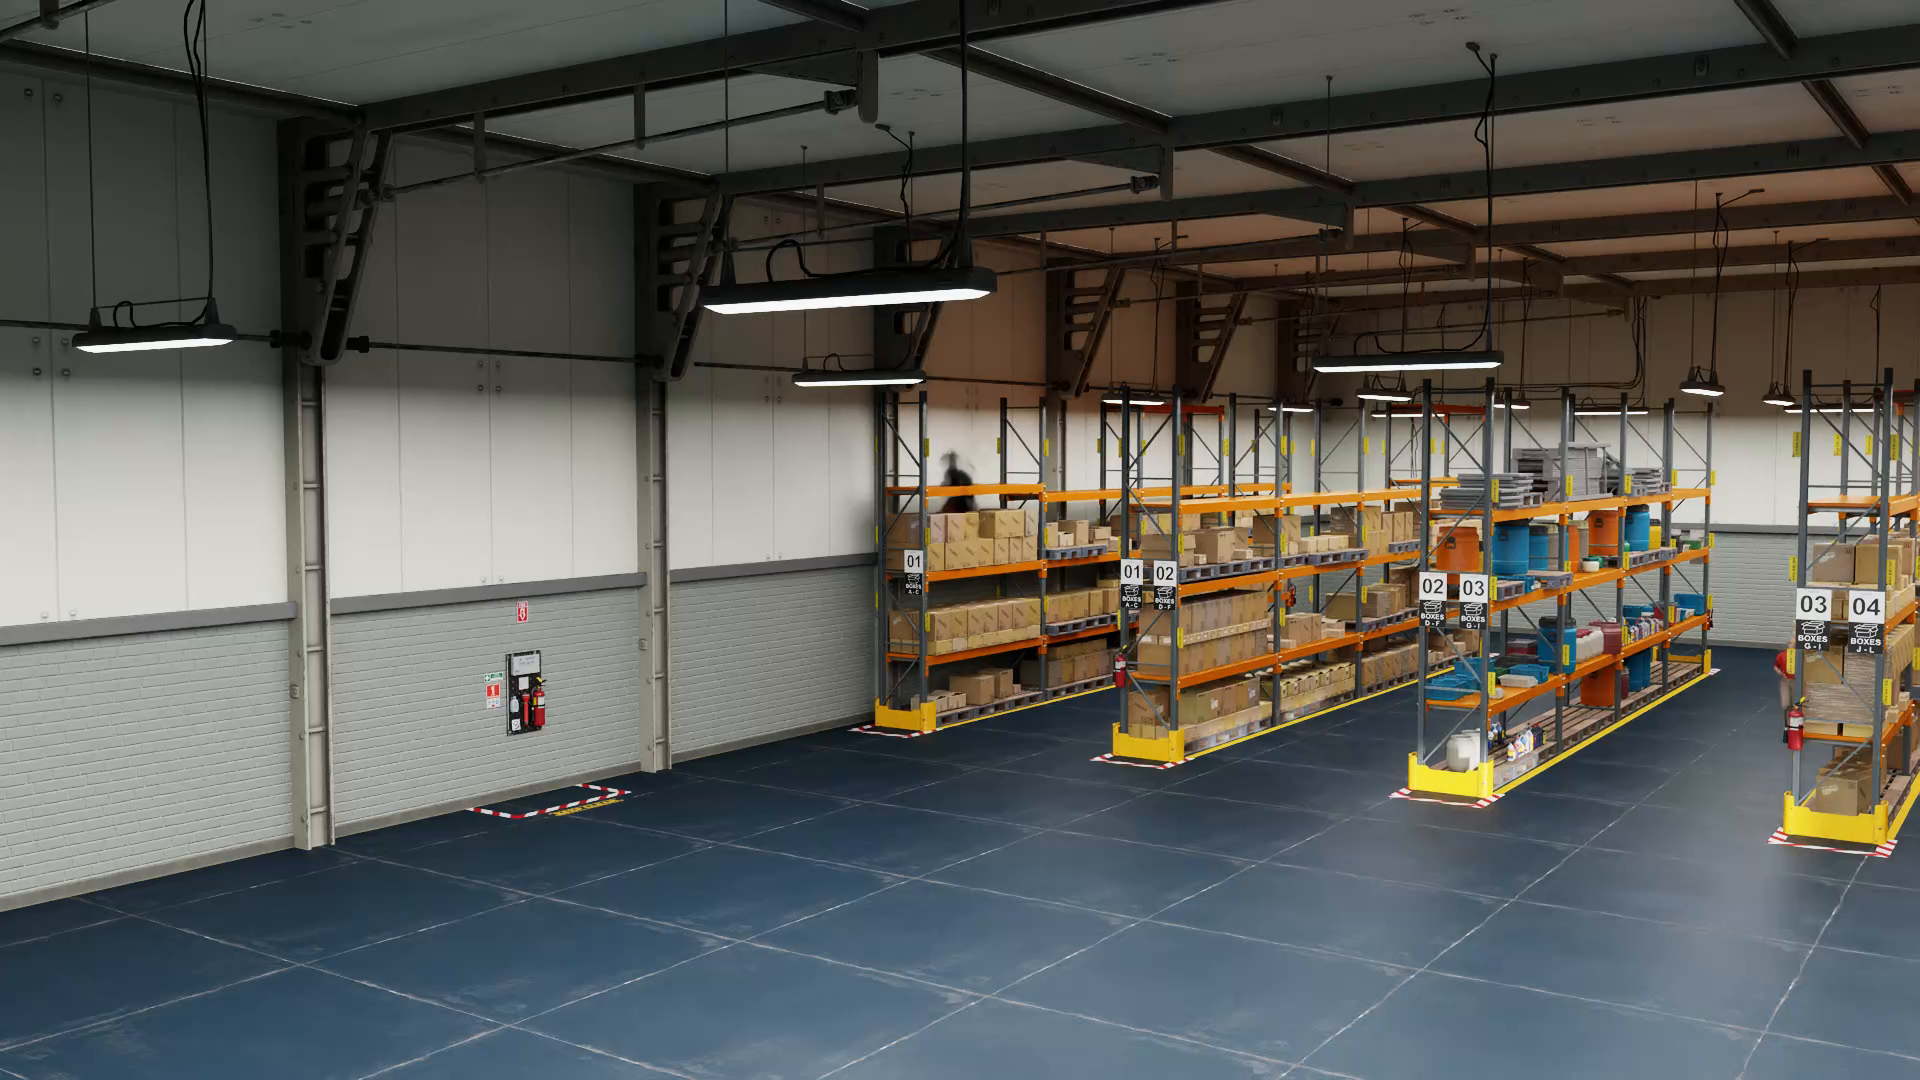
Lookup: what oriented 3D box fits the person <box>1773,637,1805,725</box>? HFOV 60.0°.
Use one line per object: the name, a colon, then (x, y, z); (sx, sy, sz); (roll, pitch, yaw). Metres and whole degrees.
person: (14.511, 2.546, 28.989); (0.646, 1.687, 0.602); (2, 4, 37)
